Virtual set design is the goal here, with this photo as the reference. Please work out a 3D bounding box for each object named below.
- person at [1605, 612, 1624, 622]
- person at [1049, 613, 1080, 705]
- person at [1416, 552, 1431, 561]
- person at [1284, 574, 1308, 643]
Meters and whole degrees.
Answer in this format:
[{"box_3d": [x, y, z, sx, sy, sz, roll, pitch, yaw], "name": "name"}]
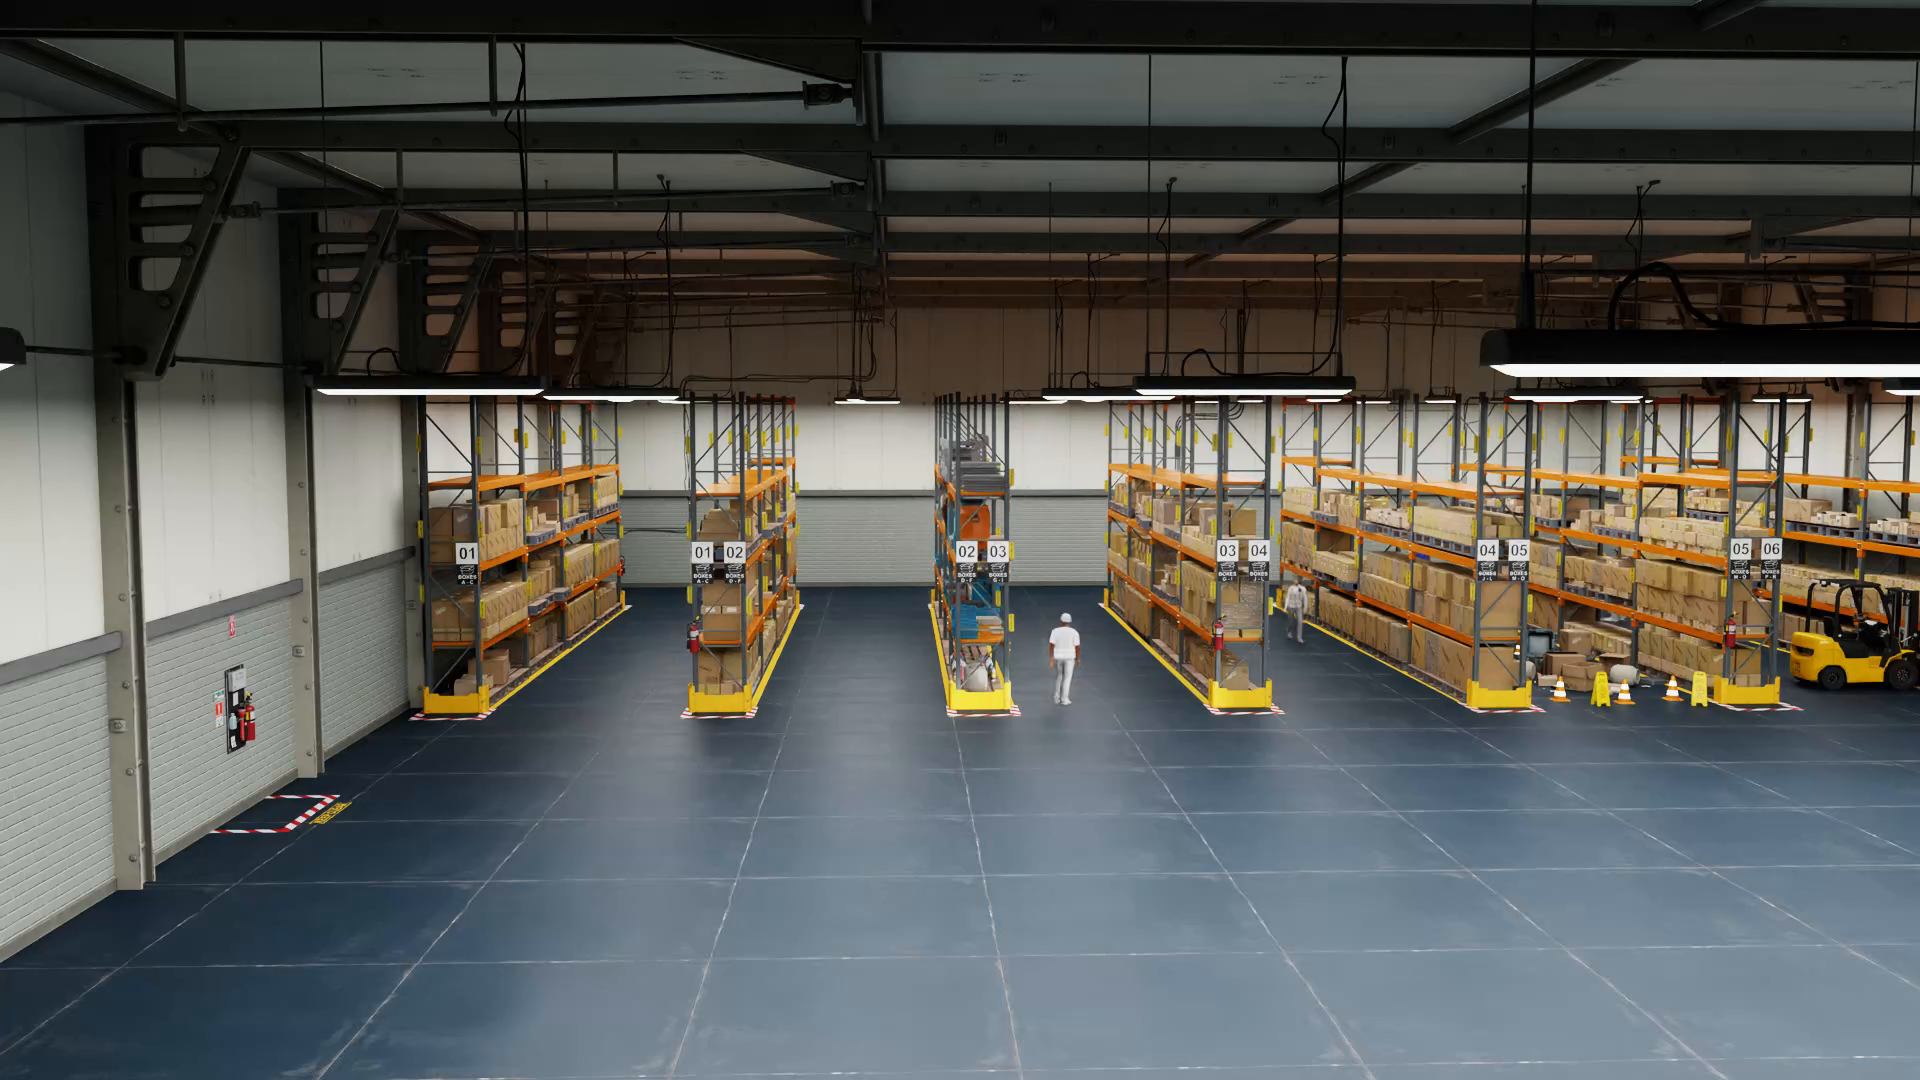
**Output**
[{"box_3d": [17.518, 1.279, 44.463, 0.524, 1.779, 0.593, 1, 5, 15], "name": "person"}, {"box_3d": [2.042, 2.289, 31.913, 0.552, 1.795, 0.454, 3, 5, 31], "name": "person"}, {"box_3d": [14.203, 0.817, 50.956, 0.544, 1.660, 0.398, 0, 5, 4], "name": "person"}, {"box_3d": [8.188, 1.647, 40.567, 0.590, 1.644, 0.948, 0, 5, 0], "name": "person"}]
